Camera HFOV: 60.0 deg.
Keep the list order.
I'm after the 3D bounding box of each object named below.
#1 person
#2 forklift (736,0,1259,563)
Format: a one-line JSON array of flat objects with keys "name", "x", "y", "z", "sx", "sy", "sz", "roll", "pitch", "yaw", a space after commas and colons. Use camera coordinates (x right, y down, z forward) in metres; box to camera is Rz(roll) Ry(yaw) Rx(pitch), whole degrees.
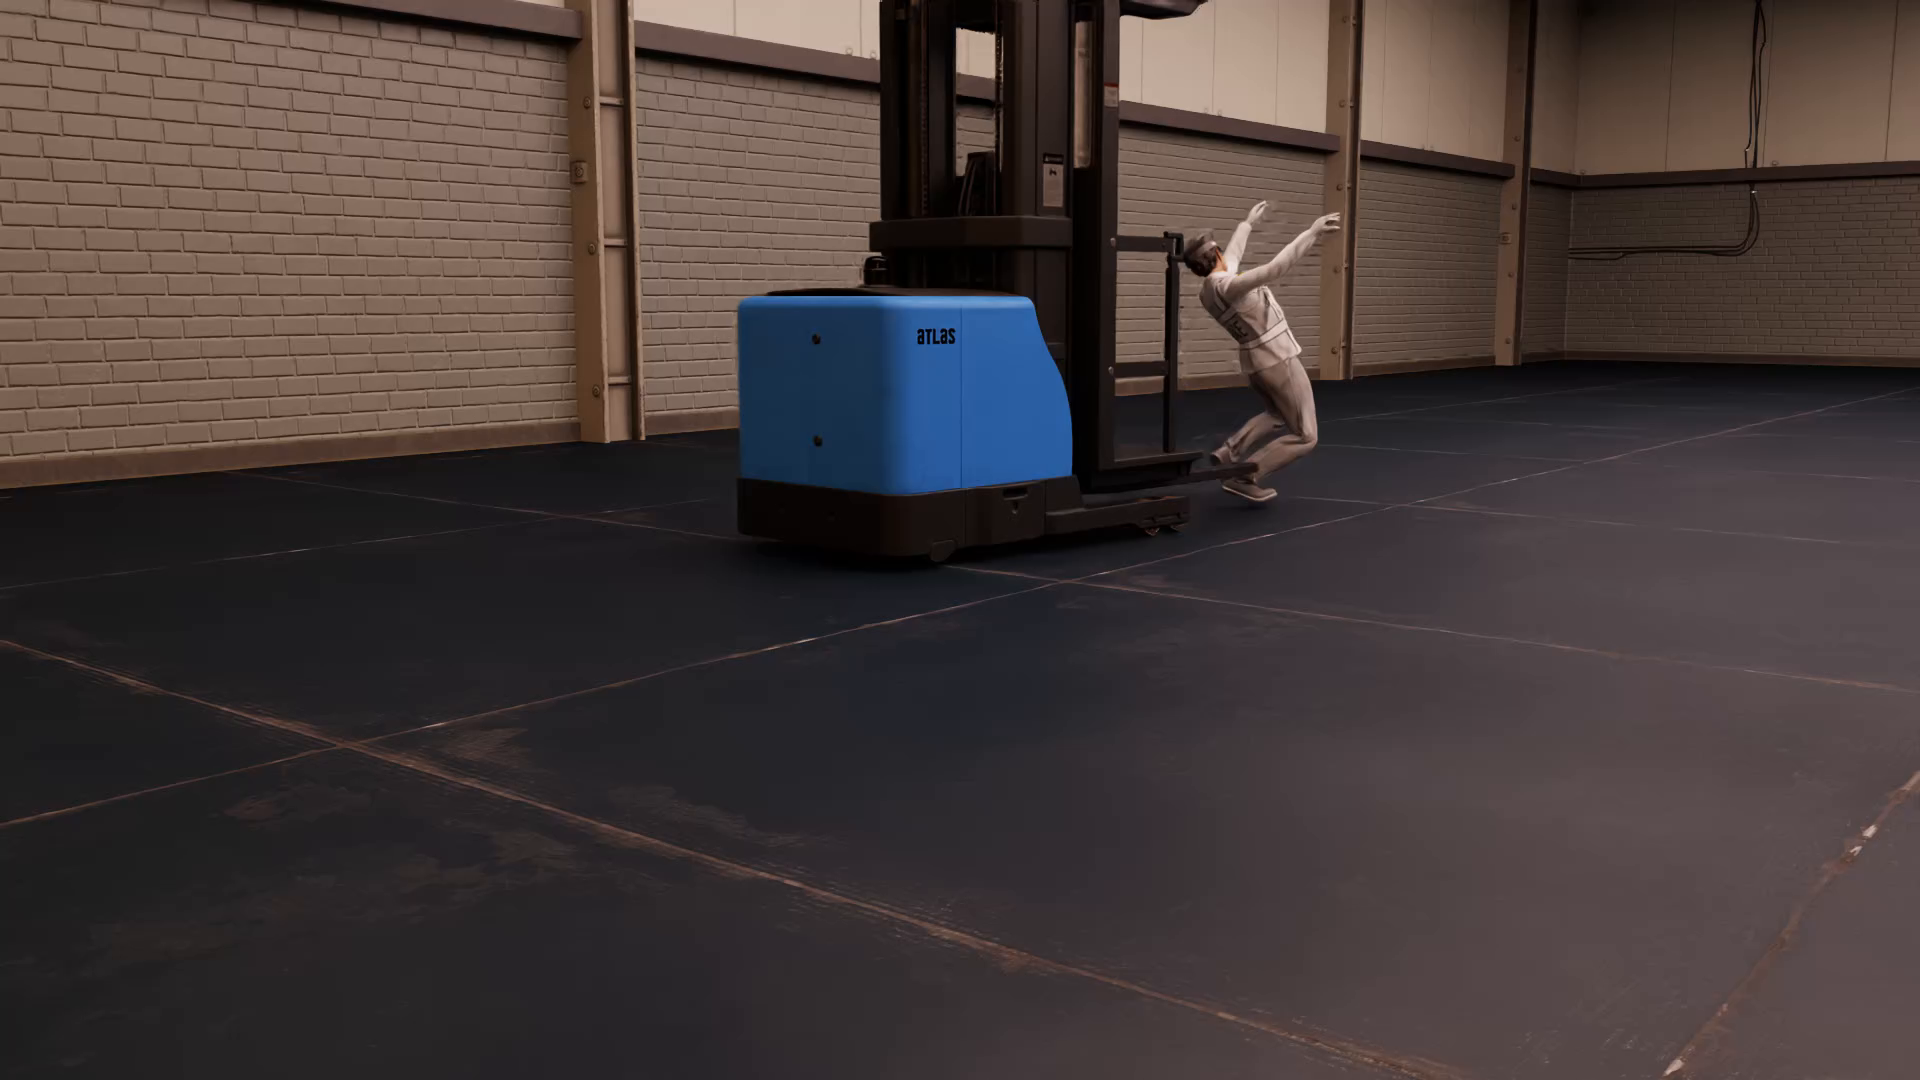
[{"name": "person", "x": 1.472, "y": -0.972, "z": 8.523, "sx": 0.728, "sy": 1.552, "sz": 0.890, "roll": -1, "pitch": 8, "yaw": -8}, {"name": "forklift", "x": 0.426, "y": -1.519, "z": 7.661, "sx": 1.130, "sy": 2.935, "sz": 3.031, "roll": 8, "pitch": 11, "yaw": 43}]
